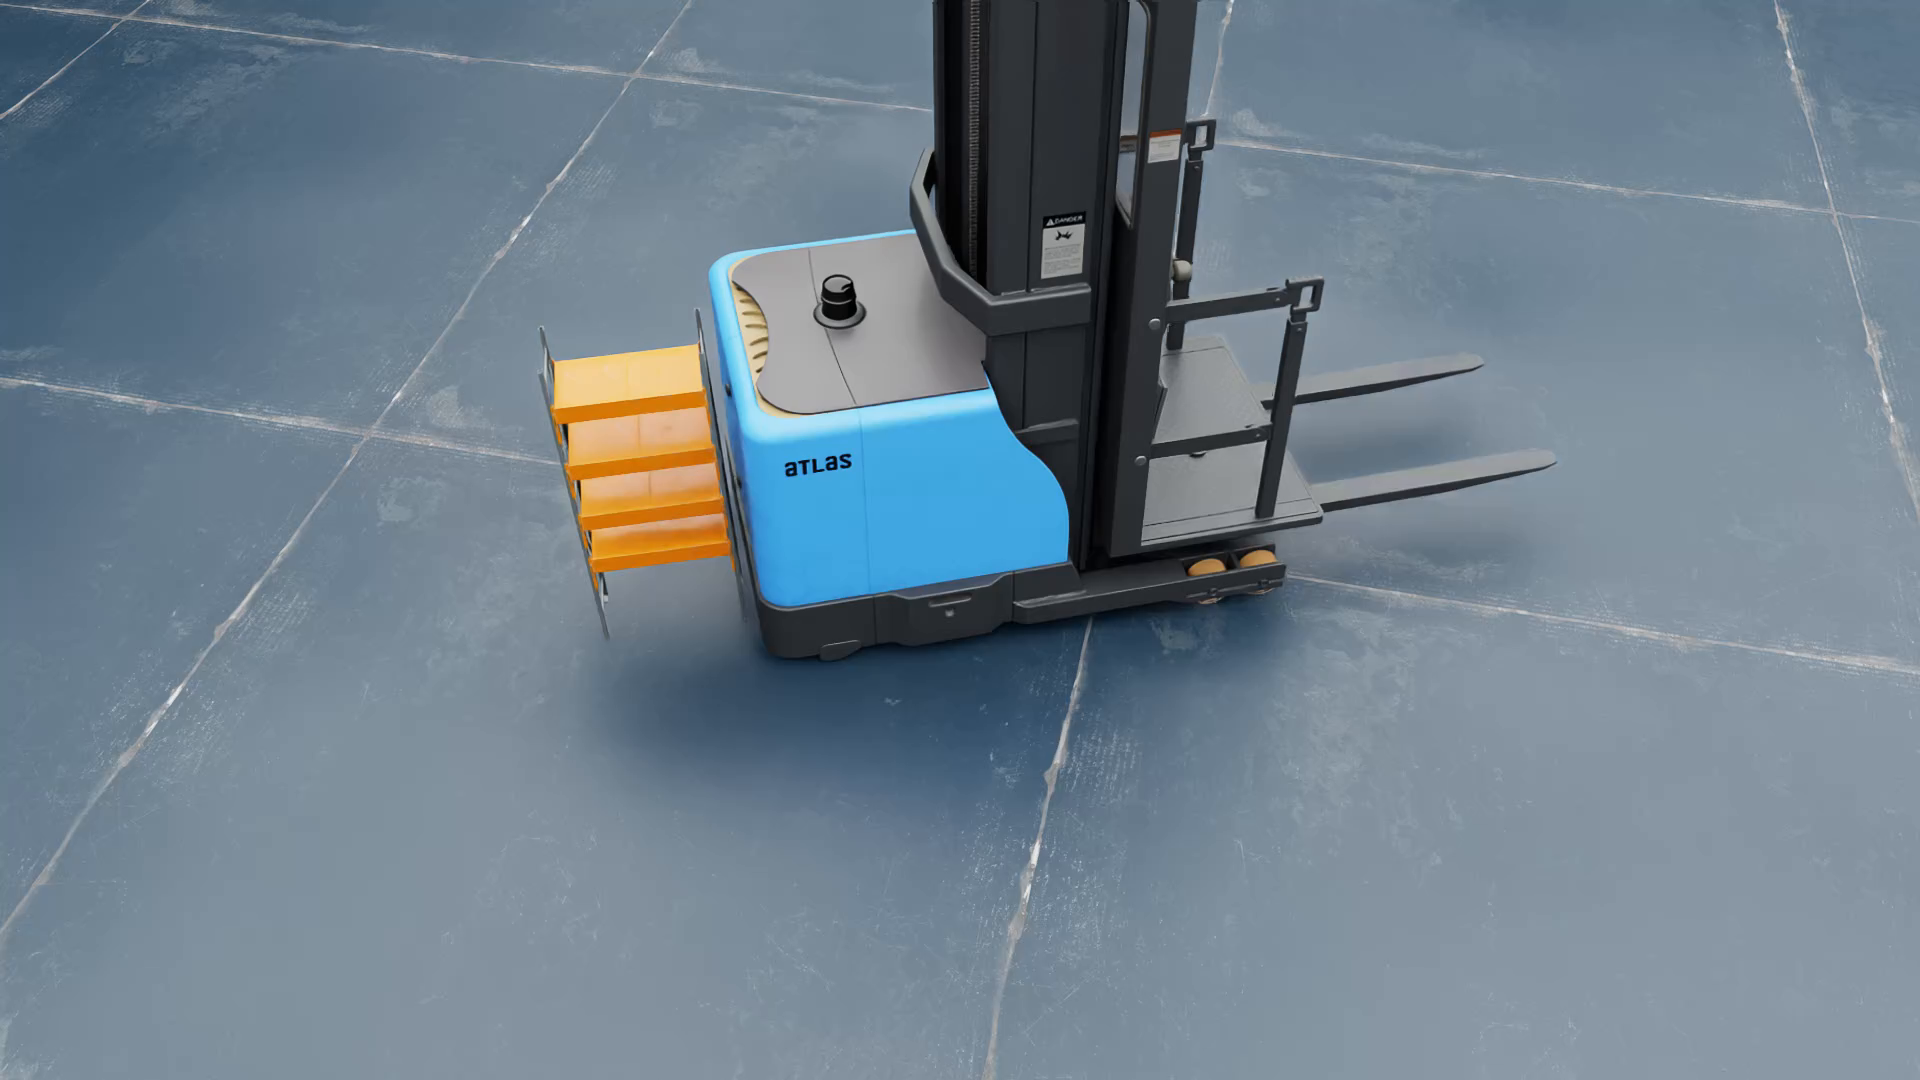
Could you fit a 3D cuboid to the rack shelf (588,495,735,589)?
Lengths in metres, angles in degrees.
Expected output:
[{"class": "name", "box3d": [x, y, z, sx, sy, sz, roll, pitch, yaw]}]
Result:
[{"class": "rack shelf", "box3d": [-1.035, 0.000, 5.760, 0.480, 0.148, 0.258, -8, 44, -6]}]

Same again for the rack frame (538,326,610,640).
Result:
[{"class": "rack frame", "box3d": [-1.281, -0.158, 5.549, 0.015, 1.200, 0.240, -8, 44, -6]}]

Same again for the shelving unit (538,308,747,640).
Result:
[{"class": "shelving unit", "box3d": [-1.041, -0.191, 5.575, 0.503, 1.200, 0.258, -8, 44, -6]}]

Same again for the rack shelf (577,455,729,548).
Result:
[{"class": "rack shelf", "box3d": [-1.039, -0.142, 5.622, 0.480, 0.148, 0.258, -8, 44, -6]}]

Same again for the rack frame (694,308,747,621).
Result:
[{"class": "rack frame", "box3d": [-0.800, -0.223, 5.601, 0.015, 1.200, 0.240, -8, 44, -6]}]

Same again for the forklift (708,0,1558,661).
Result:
[{"class": "forklift", "box3d": [0.694, -1.175, 5.358, 3.031, 2.935, 1.130, -9, 45, -9]}]

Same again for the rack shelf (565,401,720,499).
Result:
[{"class": "rack shelf", "box3d": [-1.044, -0.303, 5.466, 0.480, 0.148, 0.258, -8, 44, -6]}]

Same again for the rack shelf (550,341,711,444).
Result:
[{"class": "rack shelf", "box3d": [-1.049, -0.473, 5.301, 0.480, 0.148, 0.258, -8, 44, -6]}]
